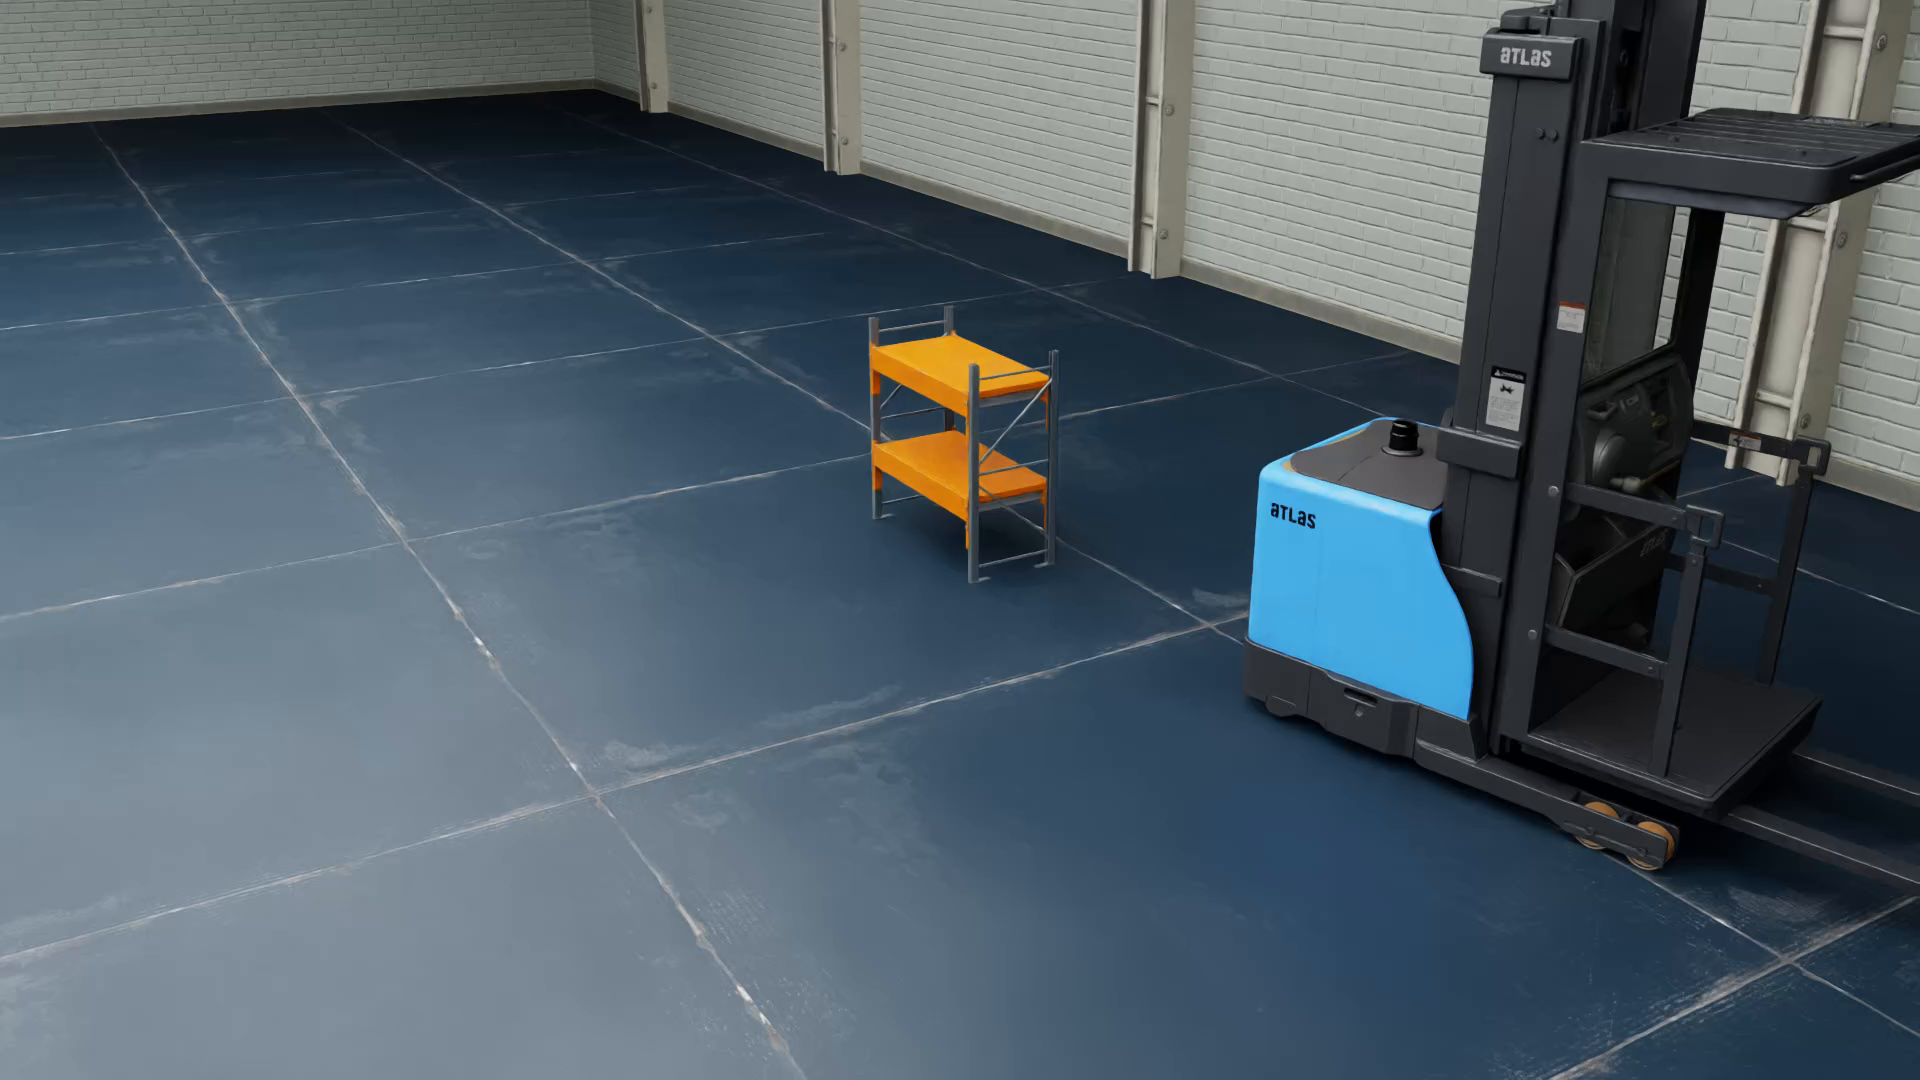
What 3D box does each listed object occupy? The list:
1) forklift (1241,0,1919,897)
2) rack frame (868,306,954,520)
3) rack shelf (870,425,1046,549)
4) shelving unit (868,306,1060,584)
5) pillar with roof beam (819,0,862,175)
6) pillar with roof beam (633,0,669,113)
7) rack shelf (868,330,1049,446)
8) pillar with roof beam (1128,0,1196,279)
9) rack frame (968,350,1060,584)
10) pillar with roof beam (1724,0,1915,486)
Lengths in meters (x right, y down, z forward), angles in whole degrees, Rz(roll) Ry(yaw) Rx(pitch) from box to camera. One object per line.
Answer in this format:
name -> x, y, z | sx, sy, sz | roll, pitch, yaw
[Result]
forklift -> 2.602, -0.404, 5.914 | 3.031, 2.935, 1.130 | 20, 30, 40
rack frame -> -0.256, -0.683, 8.999 | 0.500, 1.125, 0.032 | -13, 25, -28
rack shelf -> 0.003, -0.292, 8.686 | 0.538, 0.278, 1.000 | -13, 25, -28
shelving unit -> 0.003, -0.519, 8.594 | 0.538, 1.125, 1.048 | -13, 25, -28
pillar with roof beam -> -5.058, -7.626, 15.624 | 9.100, 9.000, 0.400 | -13, 25, -28
pillar with roof beam -> -8.123, -9.569, 20.402 | 9.100, 9.000, 0.400 | -13, 25, -28
rack shelf -> 0.003, -0.790, 8.484 | 0.538, 0.278, 1.000 | -13, 25, -28
pillar with roof beam -> -1.993, -5.684, 10.845 | 9.100, 9.000, 0.400 | -13, 25, -28
rack frame -> 0.263, -0.354, 8.189 | 0.500, 1.125, 0.032 | -13, 25, -28
pillar with roof beam -> 1.072, -3.742, 6.067 | 9.100, 9.000, 0.400 | -13, 25, -28
